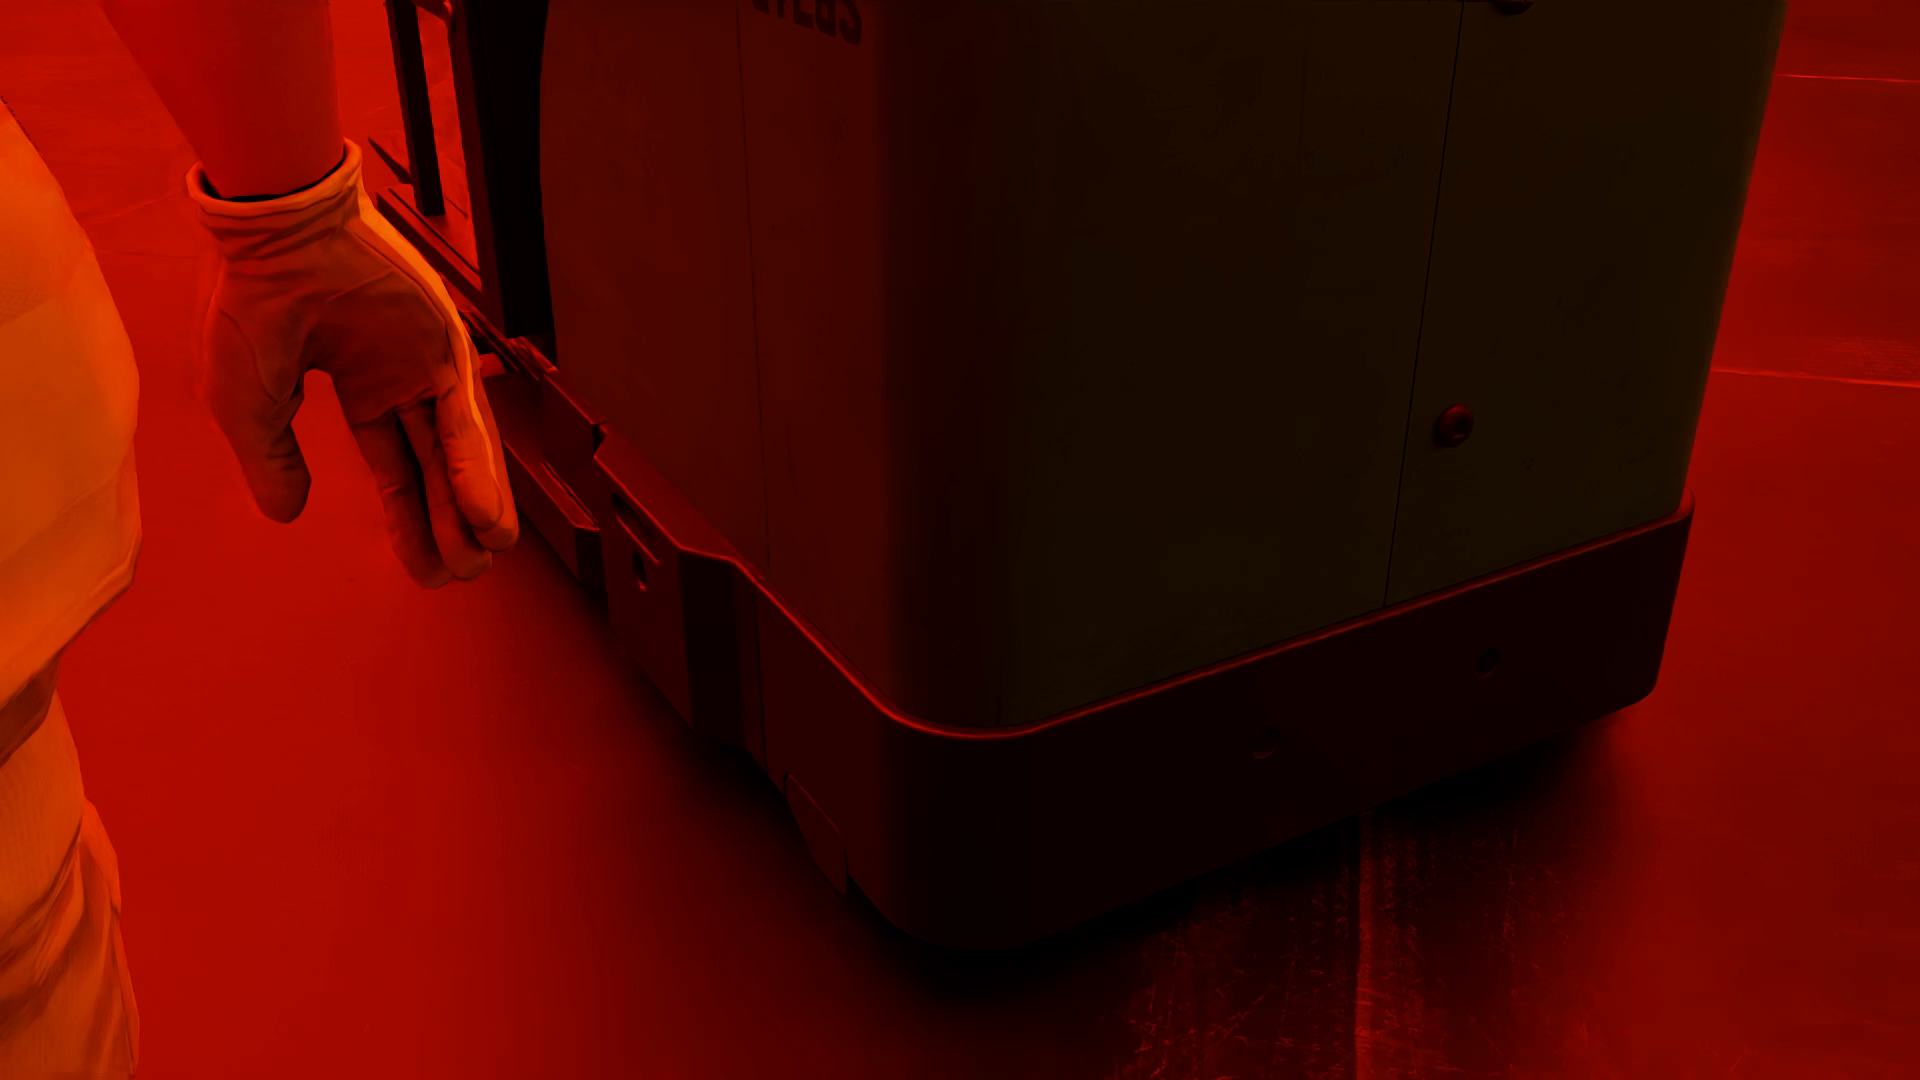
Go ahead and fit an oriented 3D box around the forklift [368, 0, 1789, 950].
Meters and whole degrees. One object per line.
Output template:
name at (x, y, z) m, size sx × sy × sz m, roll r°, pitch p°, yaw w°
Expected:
forklift at (-0.328, -1.547, 2.312) m, size 1.130 × 2.935 × 3.031 m, roll -15°, pitch 30°, yaw -27°
